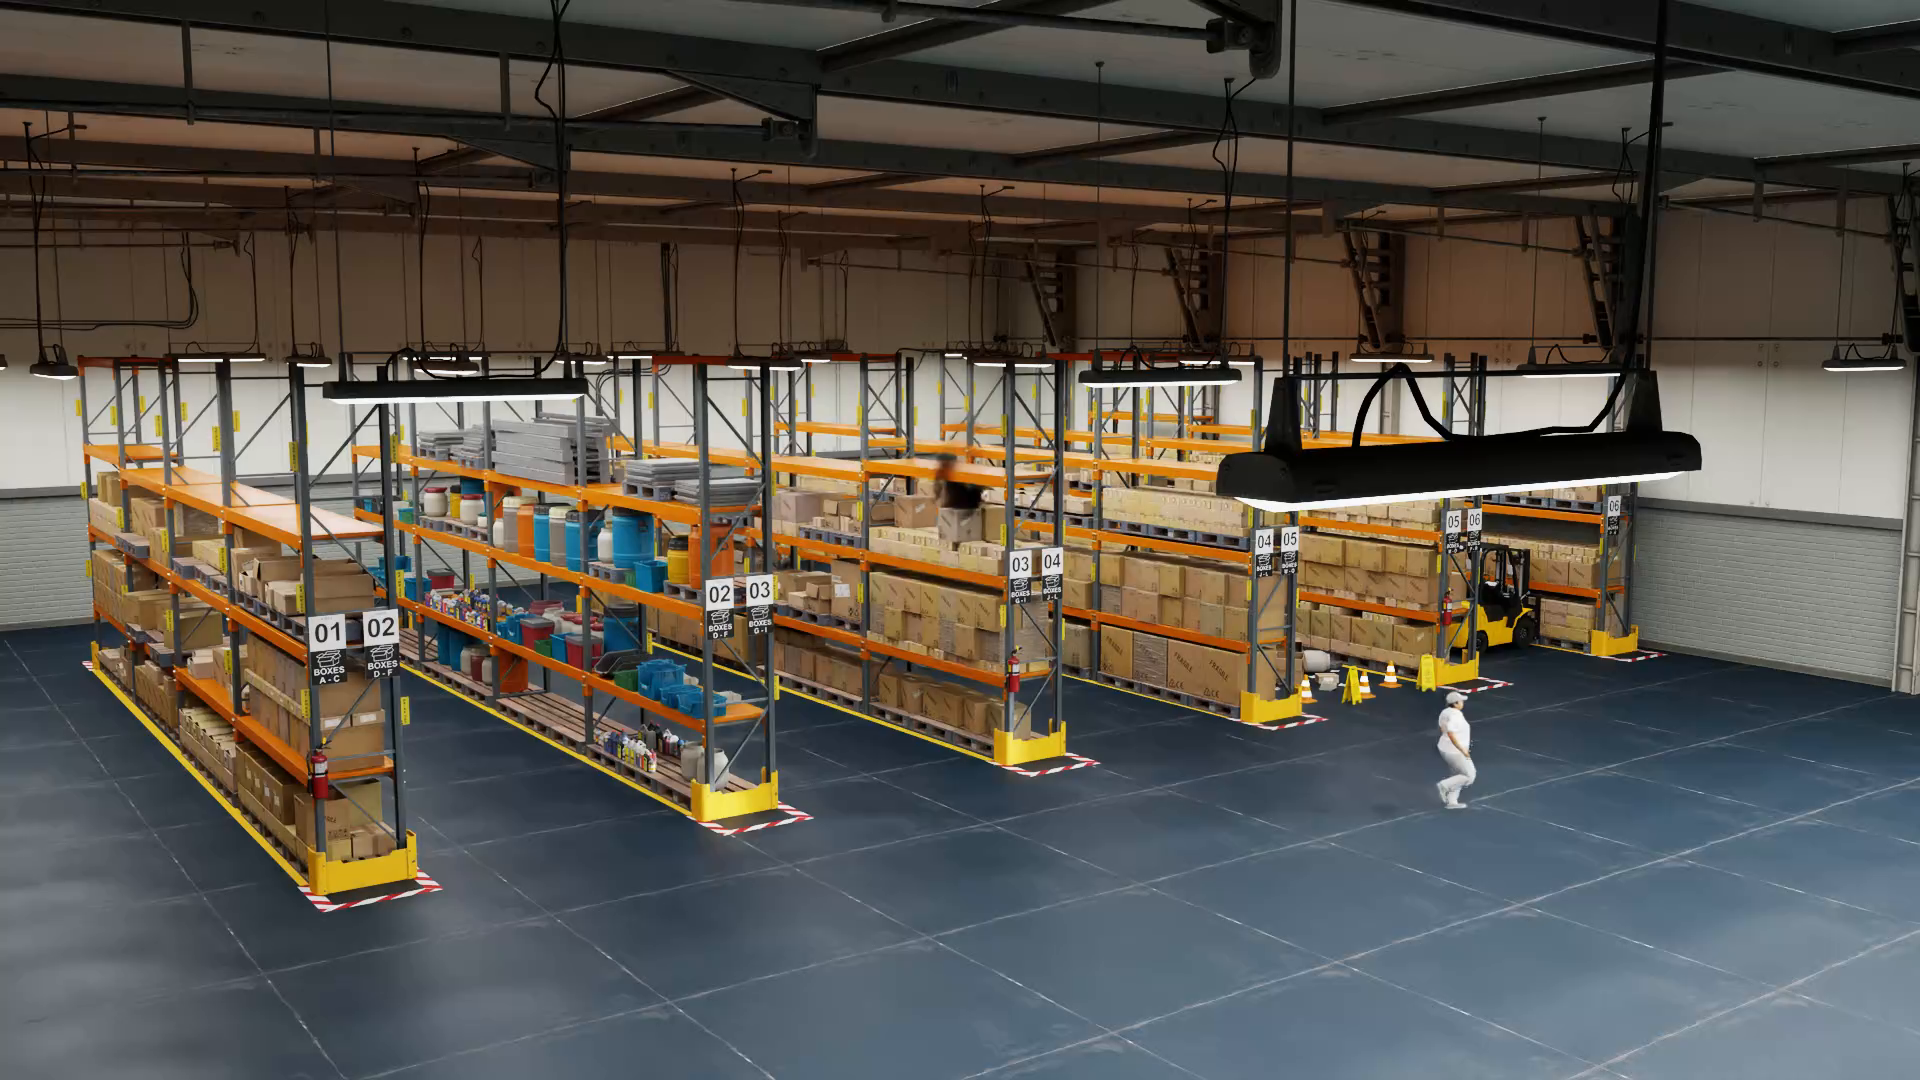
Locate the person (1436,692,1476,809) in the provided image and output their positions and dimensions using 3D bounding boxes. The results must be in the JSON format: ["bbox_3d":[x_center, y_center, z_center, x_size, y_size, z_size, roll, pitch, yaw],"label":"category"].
[{"bbox_3d":[6.641,2.833,22.361,0.542,1.612,0.621,-1,7,-5],"label":"person"}]

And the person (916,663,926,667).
[{"bbox_3d":[-0.716,1.601,32.211,0.698,1.686,0.620,-6,9,-38],"label":"person"}]

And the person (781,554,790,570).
[{"bbox_3d":[-4.416,0.481,41.981,0.588,1.591,0.590,1,7,8],"label":"person"}]
